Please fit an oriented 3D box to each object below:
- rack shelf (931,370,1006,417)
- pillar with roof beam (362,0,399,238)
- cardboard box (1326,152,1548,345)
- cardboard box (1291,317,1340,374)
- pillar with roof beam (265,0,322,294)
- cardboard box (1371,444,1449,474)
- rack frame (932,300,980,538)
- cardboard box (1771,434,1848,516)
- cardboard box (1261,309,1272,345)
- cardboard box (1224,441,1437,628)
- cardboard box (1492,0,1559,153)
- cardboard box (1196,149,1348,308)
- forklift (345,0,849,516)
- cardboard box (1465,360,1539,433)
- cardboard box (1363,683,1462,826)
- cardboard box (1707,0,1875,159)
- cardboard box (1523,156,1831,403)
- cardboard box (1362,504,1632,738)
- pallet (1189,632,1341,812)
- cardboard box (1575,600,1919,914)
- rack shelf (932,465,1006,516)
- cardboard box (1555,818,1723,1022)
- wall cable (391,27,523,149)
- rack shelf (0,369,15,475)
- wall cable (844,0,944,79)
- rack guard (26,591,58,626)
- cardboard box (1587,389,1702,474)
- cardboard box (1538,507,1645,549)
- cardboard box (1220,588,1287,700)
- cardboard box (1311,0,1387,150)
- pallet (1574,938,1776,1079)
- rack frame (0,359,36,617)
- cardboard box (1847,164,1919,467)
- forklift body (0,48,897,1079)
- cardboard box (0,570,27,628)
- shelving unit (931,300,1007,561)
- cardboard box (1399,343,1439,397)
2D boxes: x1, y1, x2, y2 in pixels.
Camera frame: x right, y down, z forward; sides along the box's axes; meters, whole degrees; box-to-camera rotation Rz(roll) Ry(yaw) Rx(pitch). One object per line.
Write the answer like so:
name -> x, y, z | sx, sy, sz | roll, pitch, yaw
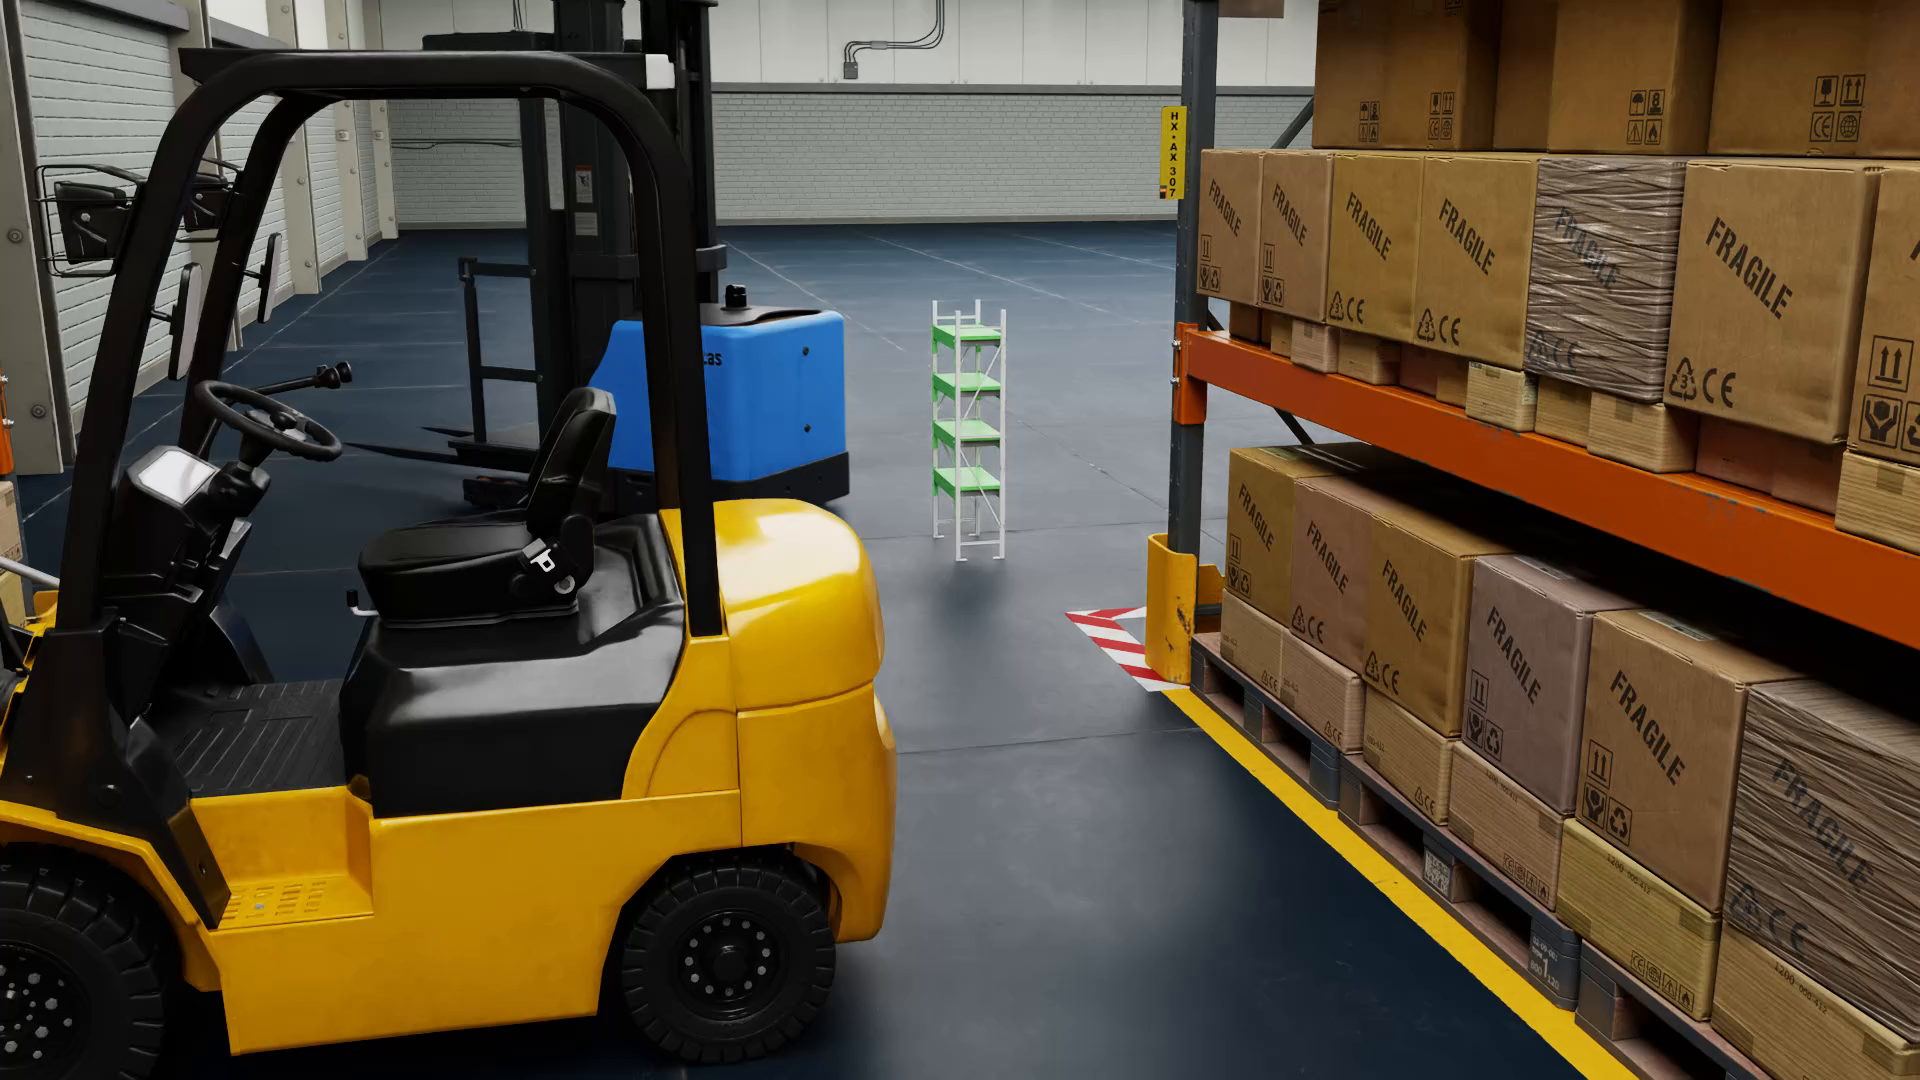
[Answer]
rack shelf -> 0.039, -0.716, 8.087 | 0.258, 0.148, 0.480 | -3, 14, -13
pillar with roof beam -> -7.100, -10.590, 32.813 | 9.100, 9.000, 0.400 | -3, 14, -13
cardboard box -> 1.385, -0.835, 4.687 | 0.500, 0.500, 0.500 | -4, 14, -14
cardboard box -> 1.248, -0.607, 5.121 | 0.380, 0.149, 0.250 | -3, 14, -12
pillar with roof beam -> -4.282, -7.822, 21.481 | 9.100, 9.000, 0.400 | -3, 14, -13
cardboard box -> 1.739, -0.066, 5.704 | 0.500, 0.500, 0.500 | -3, 14, -13
rack frame -> -0.018, -0.601, 8.359 | 0.240, 1.200, 0.015 | -3, 14, -13
cardboard box -> 1.814, -0.137, 3.199 | 0.380, 0.149, 0.250 | -3, 14, -13
cardboard box -> 1.249, -0.734, 5.640 | 0.380, 0.149, 0.250 | -3, 14, -12
cardboard box -> 1.224, -0.029, 5.554 | 0.500, 0.500, 0.500 | -4, 14, -15
cardboard box -> 1.961, -1.347, 4.678 | 0.700, 0.500, 0.500 | -3, 14, -14
cardboard box -> 1.139, -1.072, 5.656 | 0.500, 0.500, 0.500 | -4, 14, -14
forklift -> -2.155, -1.682, 9.137 | 3.031, 2.935, 1.130 | 7, 16, 27
cardboard box -> 1.497, -0.368, 4.142 | 0.380, 0.149, 0.250 | -3, 14, -13
cardboard box -> 1.471, 0.573, 4.669 | 0.500, 0.250, 0.500 | -2, 14, -9
cardboard box -> 2.154, -1.109, 3.703 | 0.700, 0.500, 0.500 | -4, 14, -14
cardboard box -> 1.637, -0.600, 3.726 | 0.500, 0.500, 0.500 | -3, 14, -12
cardboard box -> 1.461, 0.208, 4.586 | 0.500, 0.500, 0.500 | -3, 14, -12
pallet -> 1.472, 0.558, 5.698 | 1.003, 0.211, 1.213 | -3, 14, -13
cardboard box -> 1.716, 0.448, 3.601 | 0.500, 0.500, 0.500 | -3, 14, -12
rack shelf -> 0.039, -0.249, 8.200 | 0.258, 0.148, 0.480 | -3, 14, -13
cardboard box -> 1.702, 0.807, 3.711 | 0.500, 0.250, 0.500 | -4, 14, -15
wall cable -> -10.691, -9.595, 35.282 | 3.097, 2.526, 0.112 | -3, 14, -13
rack shelf -> -3.057, 0.085, 3.275 | 1.077, 0.370, 4.000 | -3, 14, -13
wall cable -> -1.460, -13.281, 36.661 | 2.305, 6.003, 0.169 | -3, 14, -13
rack guard -> -3.532, 0.483, 5.397 | 1.175, 0.500, 0.348 | -3, 14, -13
cardboard box -> 1.623, -0.250, 3.659 | 0.380, 0.149, 0.250 | -3, 14, -14
cardboard box -> 1.977, 0.171, 4.734 | 0.500, 0.500, 0.500 | -4, 14, -15
cardboard box -> 1.218, 0.330, 5.665 | 0.500, 0.250, 0.500 | -3, 14, -14
cardboard box -> 1.630, -1.576, 5.615 | 0.700, 0.500, 0.500 | -4, 14, -15
pallet -> 2.045, 1.121, 3.394 | 1.003, 0.211, 1.213 | -3, 14, -13
rack frame -> -3.527, -0.726, 5.078 | 1.000, 3.000, 0.127 | -3, 14, -13
cardboard box -> 1.891, -0.362, 2.752 | 0.500, 0.500, 0.500 | -4, 14, -15
forklift body -> -1.308, 0.022, 3.804 | 2.313, 2.155, 1.214 | -3, 14, -13
cardboard box -> -3.108, 0.258, 4.907 | 0.500, 0.250, 0.500 | -3, 14, -14
shelving unit -> 0.039, -0.545, 8.128 | 0.258, 1.200, 0.503 | -3, 14, -13
cardboard box -> 1.461, -0.492, 4.649 | 0.380, 0.149, 0.250 | -3, 14, -11
